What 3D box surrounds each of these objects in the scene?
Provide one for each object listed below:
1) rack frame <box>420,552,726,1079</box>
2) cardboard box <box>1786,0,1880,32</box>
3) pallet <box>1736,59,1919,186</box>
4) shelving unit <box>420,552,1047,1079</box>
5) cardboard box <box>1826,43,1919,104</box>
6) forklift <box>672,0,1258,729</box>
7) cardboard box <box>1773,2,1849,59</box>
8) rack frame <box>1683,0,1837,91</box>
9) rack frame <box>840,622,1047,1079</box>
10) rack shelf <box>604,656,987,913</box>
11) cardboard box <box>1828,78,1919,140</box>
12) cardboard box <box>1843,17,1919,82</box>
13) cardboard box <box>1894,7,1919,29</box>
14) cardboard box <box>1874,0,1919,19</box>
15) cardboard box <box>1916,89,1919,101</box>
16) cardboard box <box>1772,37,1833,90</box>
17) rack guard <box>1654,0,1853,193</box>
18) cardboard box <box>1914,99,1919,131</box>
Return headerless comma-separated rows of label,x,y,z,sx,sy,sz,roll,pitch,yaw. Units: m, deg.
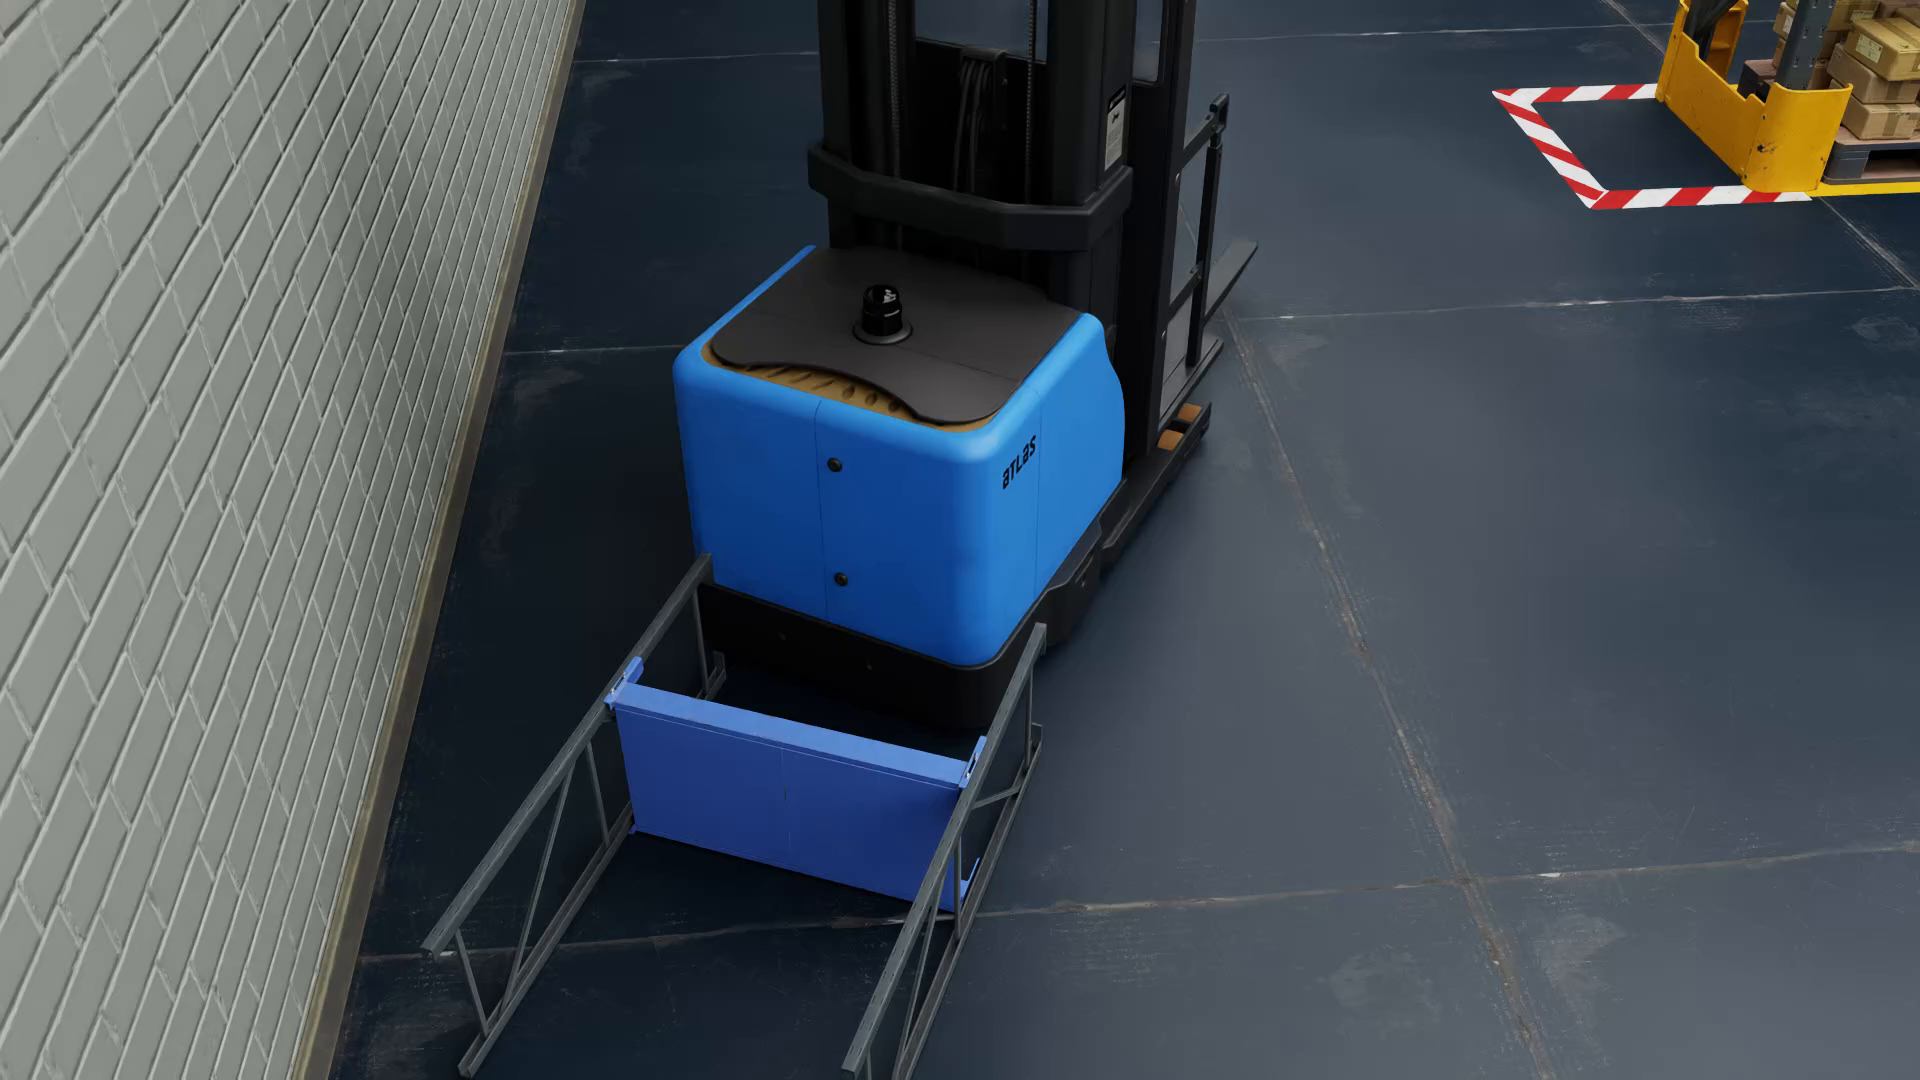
rack frame,-0.973,0.675,4.460,0.032,0.500,1.500,11,40,14
cardboard box,4.275,-2.635,8.151,0.250,0.149,0.380,-3,38,-3
pallet,4.658,-2.103,8.245,1.213,0.211,1.003,-3,38,-4
shelving unit,-0.489,0.772,4.337,1.048,0.538,1.500,11,40,14
cardboard box,4.314,-2.204,7.844,0.250,0.149,0.380,-2,38,-2
forklift,0.278,-1.496,5.280,1.130,2.935,3.031,17,41,21
cardboard box,4.270,-2.538,8.268,0.250,0.149,0.380,-4,38,-5
rack frame,3.770,-3.171,7.347,0.127,3.000,1.000,-3,38,-4
rack frame,-0.006,0.869,4.214,0.032,0.500,1.500,11,40,14
rack shelf,-0.434,0.666,4.471,1.000,0.538,0.185,11,40,14
cardboard box,4.320,-2.048,7.886,0.250,0.149,0.380,-2,38,-3
cardboard box,4.322,-2.269,7.687,0.250,0.149,0.380,-5,39,-6
cardboard box,4.586,-2.359,7.800,0.250,0.149,0.380,-2,38,-3
cardboard box,4.530,-2.614,8.123,0.250,0.149,0.380,-2,38,-3
cardboard box,4.592,-2.184,7.819,0.250,0.149,0.380,-3,38,-4
cardboard box,4.276,-2.374,8.300,0.250,0.149,0.380,-3,38,-3
rack guard,3.845,-2.194,8.127,0.348,0.500,1.175,-3,38,-4
cardboard box,4.573,-2.113,7.968,0.250,0.149,0.380,-3,38,-4
